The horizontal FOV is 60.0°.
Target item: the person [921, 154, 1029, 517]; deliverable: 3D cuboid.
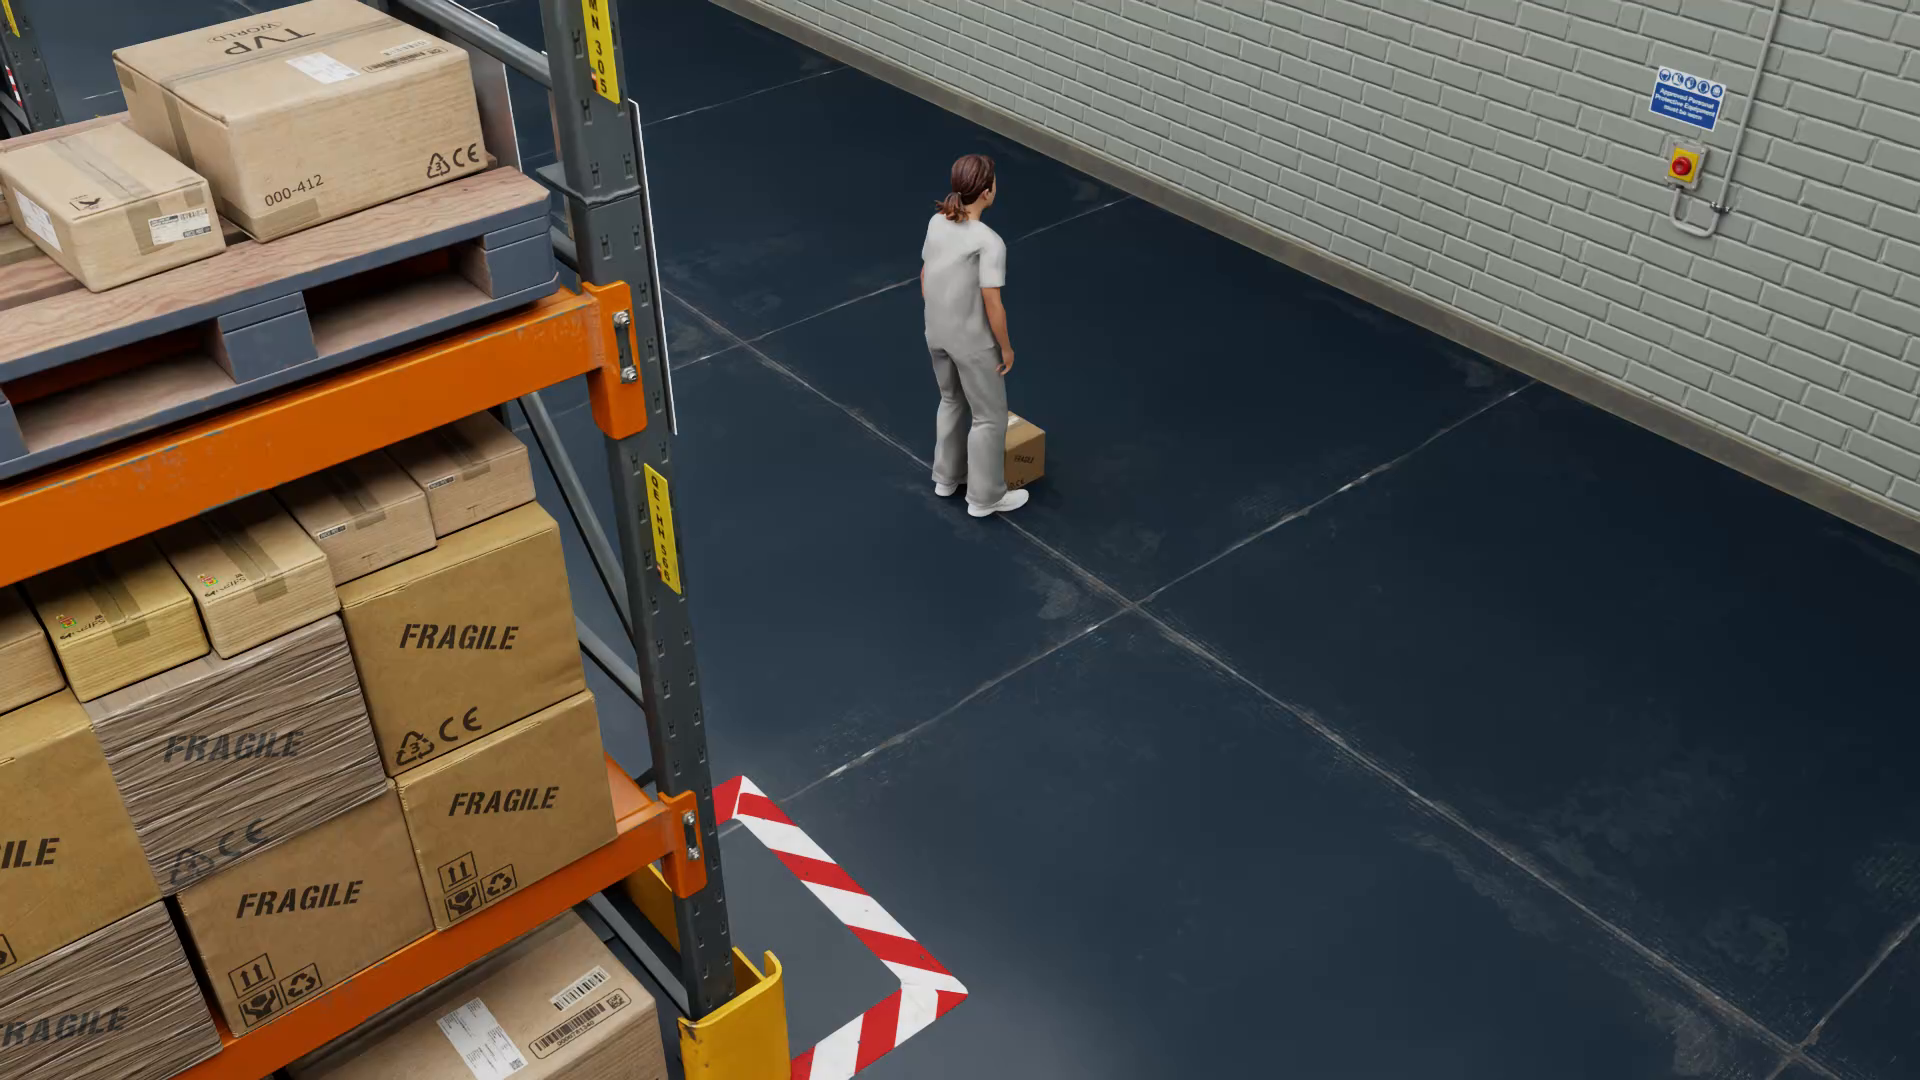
[{"bbox_3d":[0.043,-0.896,7.381,0.362,1.671,0.513,-29,45,-34],"label":"person"}]
